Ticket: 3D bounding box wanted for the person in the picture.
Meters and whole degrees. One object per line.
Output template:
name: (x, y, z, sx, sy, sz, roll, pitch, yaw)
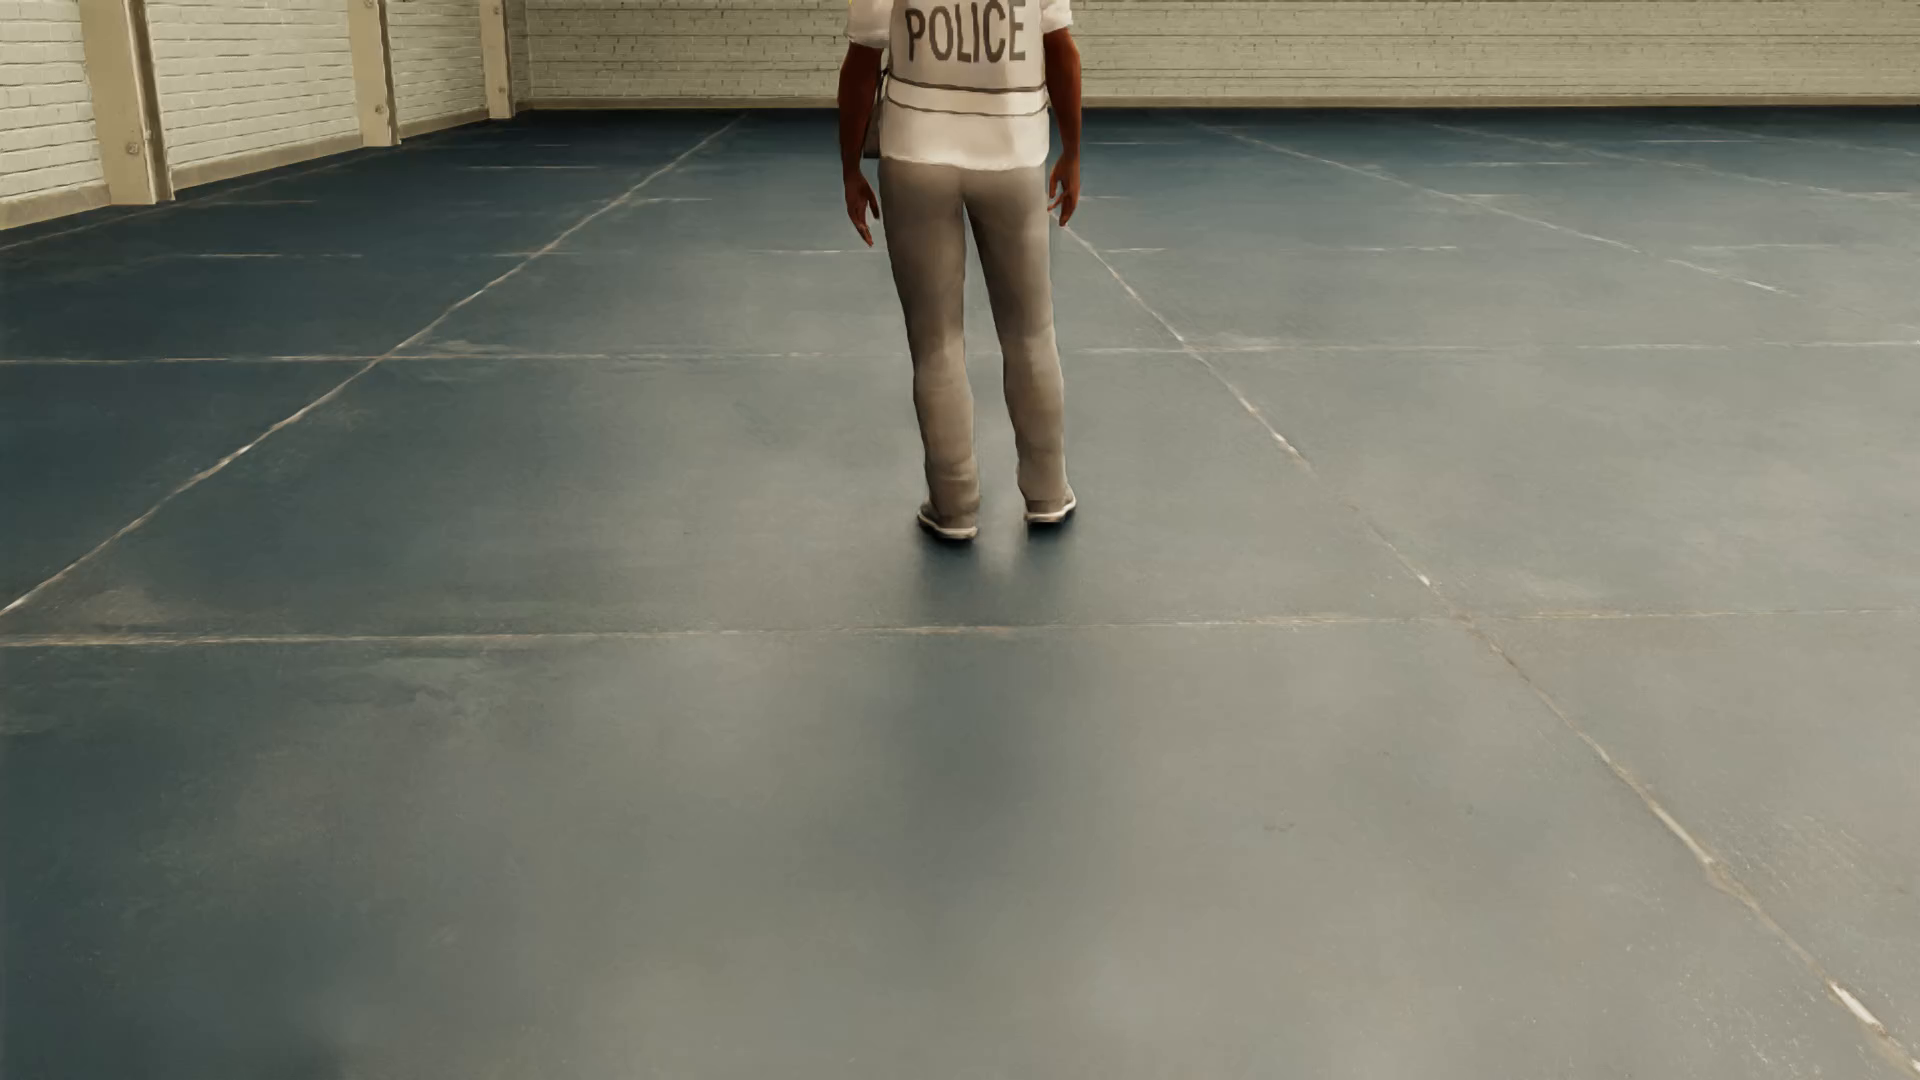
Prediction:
person: (0.016, -0.840, 3.740, 0.570, 1.695, 0.529, -1, 17, -3)
